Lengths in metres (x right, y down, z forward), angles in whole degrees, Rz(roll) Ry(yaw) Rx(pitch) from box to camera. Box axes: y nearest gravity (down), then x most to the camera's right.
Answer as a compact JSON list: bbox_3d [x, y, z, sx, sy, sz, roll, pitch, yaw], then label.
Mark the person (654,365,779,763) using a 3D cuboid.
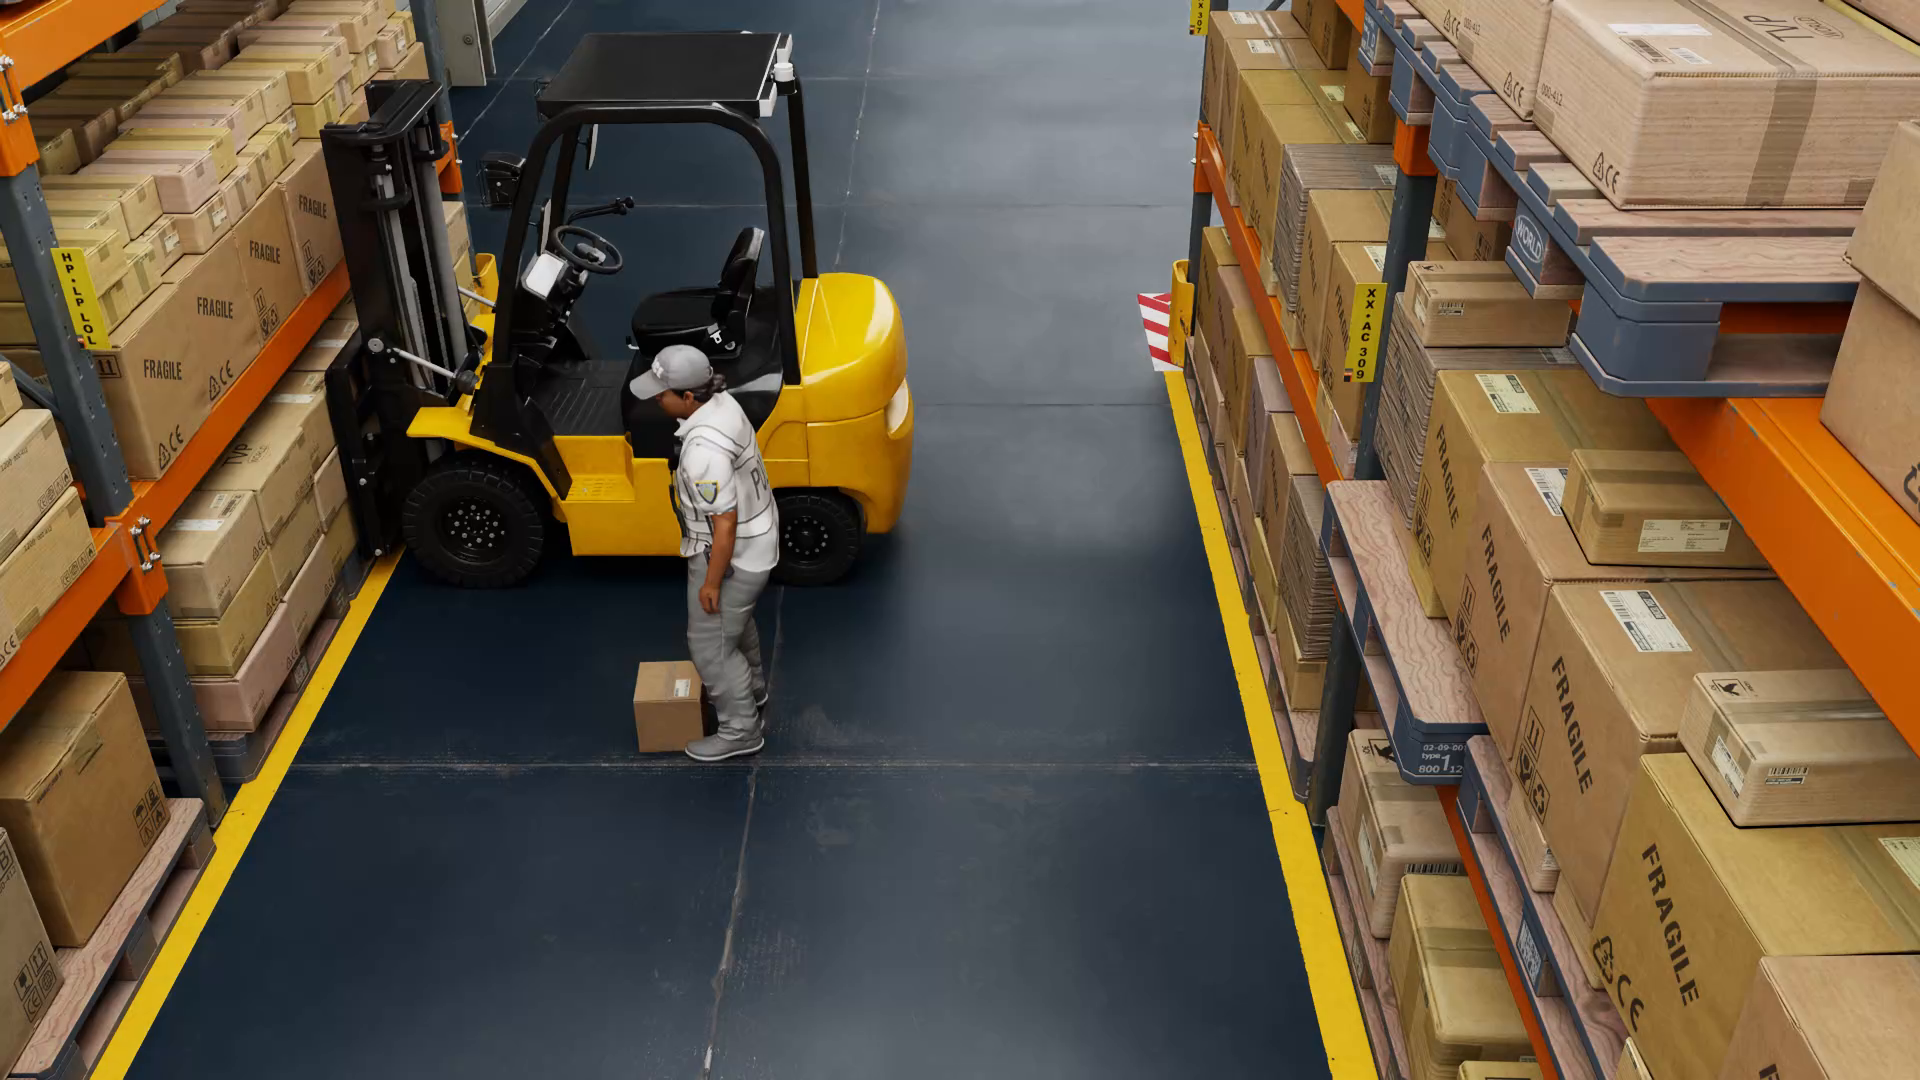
[{"bbox_3d":[-0.861,0.040,6.079,0.403,1.651,0.558,-2,32,-3],"label":"person"}]
